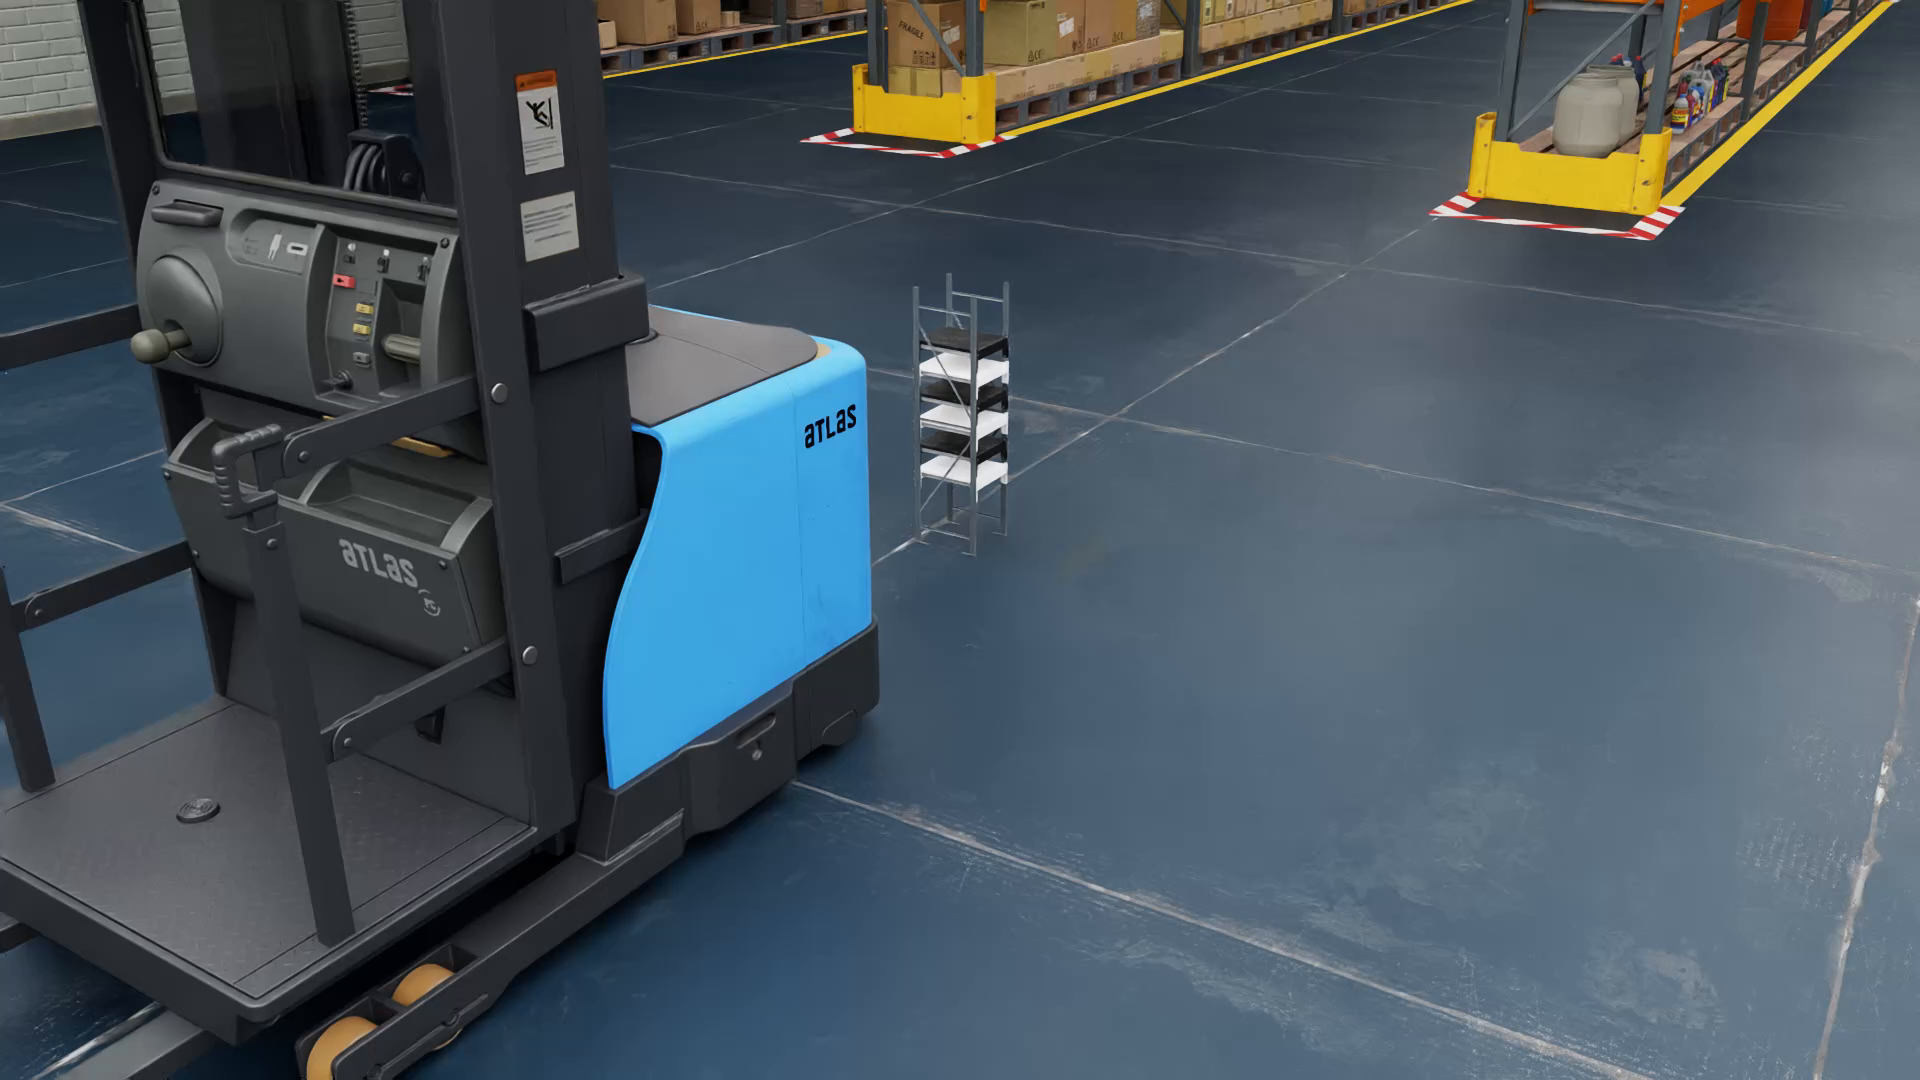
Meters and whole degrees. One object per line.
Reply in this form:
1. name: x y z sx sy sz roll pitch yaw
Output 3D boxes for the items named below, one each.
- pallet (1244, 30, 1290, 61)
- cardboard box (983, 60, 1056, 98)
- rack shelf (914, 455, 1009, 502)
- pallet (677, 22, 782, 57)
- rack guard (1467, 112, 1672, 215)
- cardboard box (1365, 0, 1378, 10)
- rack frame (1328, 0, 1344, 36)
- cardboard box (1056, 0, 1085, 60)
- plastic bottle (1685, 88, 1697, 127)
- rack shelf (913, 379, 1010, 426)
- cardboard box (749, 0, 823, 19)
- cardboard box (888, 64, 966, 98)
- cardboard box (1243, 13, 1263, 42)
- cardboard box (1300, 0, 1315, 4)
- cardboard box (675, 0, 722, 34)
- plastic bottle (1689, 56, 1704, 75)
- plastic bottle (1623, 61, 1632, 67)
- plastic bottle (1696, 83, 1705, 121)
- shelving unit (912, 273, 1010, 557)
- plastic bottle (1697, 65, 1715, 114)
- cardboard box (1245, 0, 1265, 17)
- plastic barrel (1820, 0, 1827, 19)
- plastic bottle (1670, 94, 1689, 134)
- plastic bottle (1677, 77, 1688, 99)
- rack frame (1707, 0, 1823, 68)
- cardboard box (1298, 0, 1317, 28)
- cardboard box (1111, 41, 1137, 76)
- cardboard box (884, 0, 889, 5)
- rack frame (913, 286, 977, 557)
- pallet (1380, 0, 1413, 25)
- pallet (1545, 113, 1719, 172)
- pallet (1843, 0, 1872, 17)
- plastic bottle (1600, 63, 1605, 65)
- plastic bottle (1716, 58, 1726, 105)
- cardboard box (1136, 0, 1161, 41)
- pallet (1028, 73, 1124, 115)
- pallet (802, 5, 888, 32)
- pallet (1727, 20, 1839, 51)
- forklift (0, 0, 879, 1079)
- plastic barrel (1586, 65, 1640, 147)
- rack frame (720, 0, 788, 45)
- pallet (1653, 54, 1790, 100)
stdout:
1. pallet: 2.833 -5.336 17.811 1.003 0.211 1.213 14 27 29
2. cardboard box: 0.457 -3.830 13.755 0.500 0.250 0.500 14 27 29
3. rack shelf: 0.004 -0.220 5.662 0.258 0.077 0.200 14 27 29
4. pallet: -2.700 -5.469 18.117 1.003 0.211 1.213 14 27 29
5. rack guard: 3.931 -2.445 10.768 1.175 0.500 0.348 14 27 29
6. cardboard box: 4.699 -6.622 19.864 0.500 0.500 0.500 13 27 27
7. rack frame: 3.944 -7.296 18.827 1.000 3.000 0.127 14 27 29
8. cardboard box: 0.711 -4.346 14.001 0.500 0.500 0.500 14 27 29
9. plastic bottle: 5.333 -3.168 12.174 0.097 0.271 0.097 0 23 0
10. rack shelf: 0.004 -0.468 5.555 0.258 0.077 0.200 14 27 29
11. cardboard box: -2.002 -6.289 19.095 0.700 0.500 0.500 15 28 31
12. cardboard box: -0.244 -3.769 13.614 0.500 0.250 0.500 14 27 29
13. cardboard box: 2.799 -5.308 17.169 0.500 0.250 0.500 13 27 27
14. cardboard box: 3.609 -6.079 18.243 0.500 0.311 0.500 13 27 28
15. cardboard box: -2.889 -5.679 17.684 0.500 0.500 0.500 12 26 25
16. plastic bottle: 5.823 -3.645 13.175 0.144 0.351 0.185 14 27 29
17. plastic bottle: 5.353 -3.728 13.460 0.152 0.276 0.135 15 28 31
18. plastic bottle: 5.492 -3.271 12.410 0.097 0.271 0.097 0 23 0
19. shelving unit: 0.004 -0.416 5.578 0.258 0.900 0.210 14 27 29
20. plastic bottle: 5.674 -3.441 12.704 0.144 0.351 0.185 14 27 29
21. cardboard box: 2.805 -5.564 17.053 0.500 0.311 0.500 13 27 27
22. plastic barrel: 9.586 -6.417 18.911 0.600 0.901 0.708 14 27 29
23. plastic bottle: 5.152 -3.053 11.907 0.097 0.271 0.097 0 23 0
24. plastic bottle: 5.494 -3.378 12.643 0.061 0.283 0.133 14 27 29
25. rack frame: 8.151 -6.256 16.426 1.000 3.000 0.127 14 27 29
26. cardboard box: 3.605 -5.823 18.358 0.500 0.250 0.500 14 27 28
27. cardboard box: 1.252 -4.336 14.922 0.500 0.250 0.500 14 27 29
28. cardboard box: -1.210 -6.810 20.298 0.700 0.500 0.500 14 27 29
29. rack frame: -0.049 -0.381 5.498 0.240 0.900 0.006 14 27 29
30. pallet: 5.015 -6.670 20.892 1.003 0.211 1.213 14 27 29
31. pallet: 5.008 -2.995 12.403 1.003 0.211 1.213 14 27 29
32. pallet: 11.258 -6.997 21.646 1.003 0.211 1.213 14 27 29
33. plastic bottle: 4.939 -3.500 12.840 0.144 0.351 0.185 14 27 29
34. plastic bottle: 5.946 -3.615 13.105 0.144 0.351 0.185 13 27 28
35. cardboard box: 1.502 -4.852 15.171 0.500 0.500 0.500 14 27 29
36. pallet: 0.737 -3.993 14.708 1.003 0.211 1.213 14 27 29
37. pallet: -1.324 -6.379 20.220 1.003 0.211 1.213 14 27 29
38. pallet: 9.175 -5.662 18.563 1.003 0.211 1.213 14 27 29
39. forklift: -1.441 -0.463 3.130 1.130 2.935 3.031 14 27 30
40. plastic barrel: 4.477 -3.015 11.541 0.421 0.512 0.421 0 23 0
41. rack frame: -2.376 -6.983 18.104 1.000 3.000 0.127 14 27 29
42. pallet: 7.065 -4.313 15.448 1.003 0.211 1.213 14 27 29
